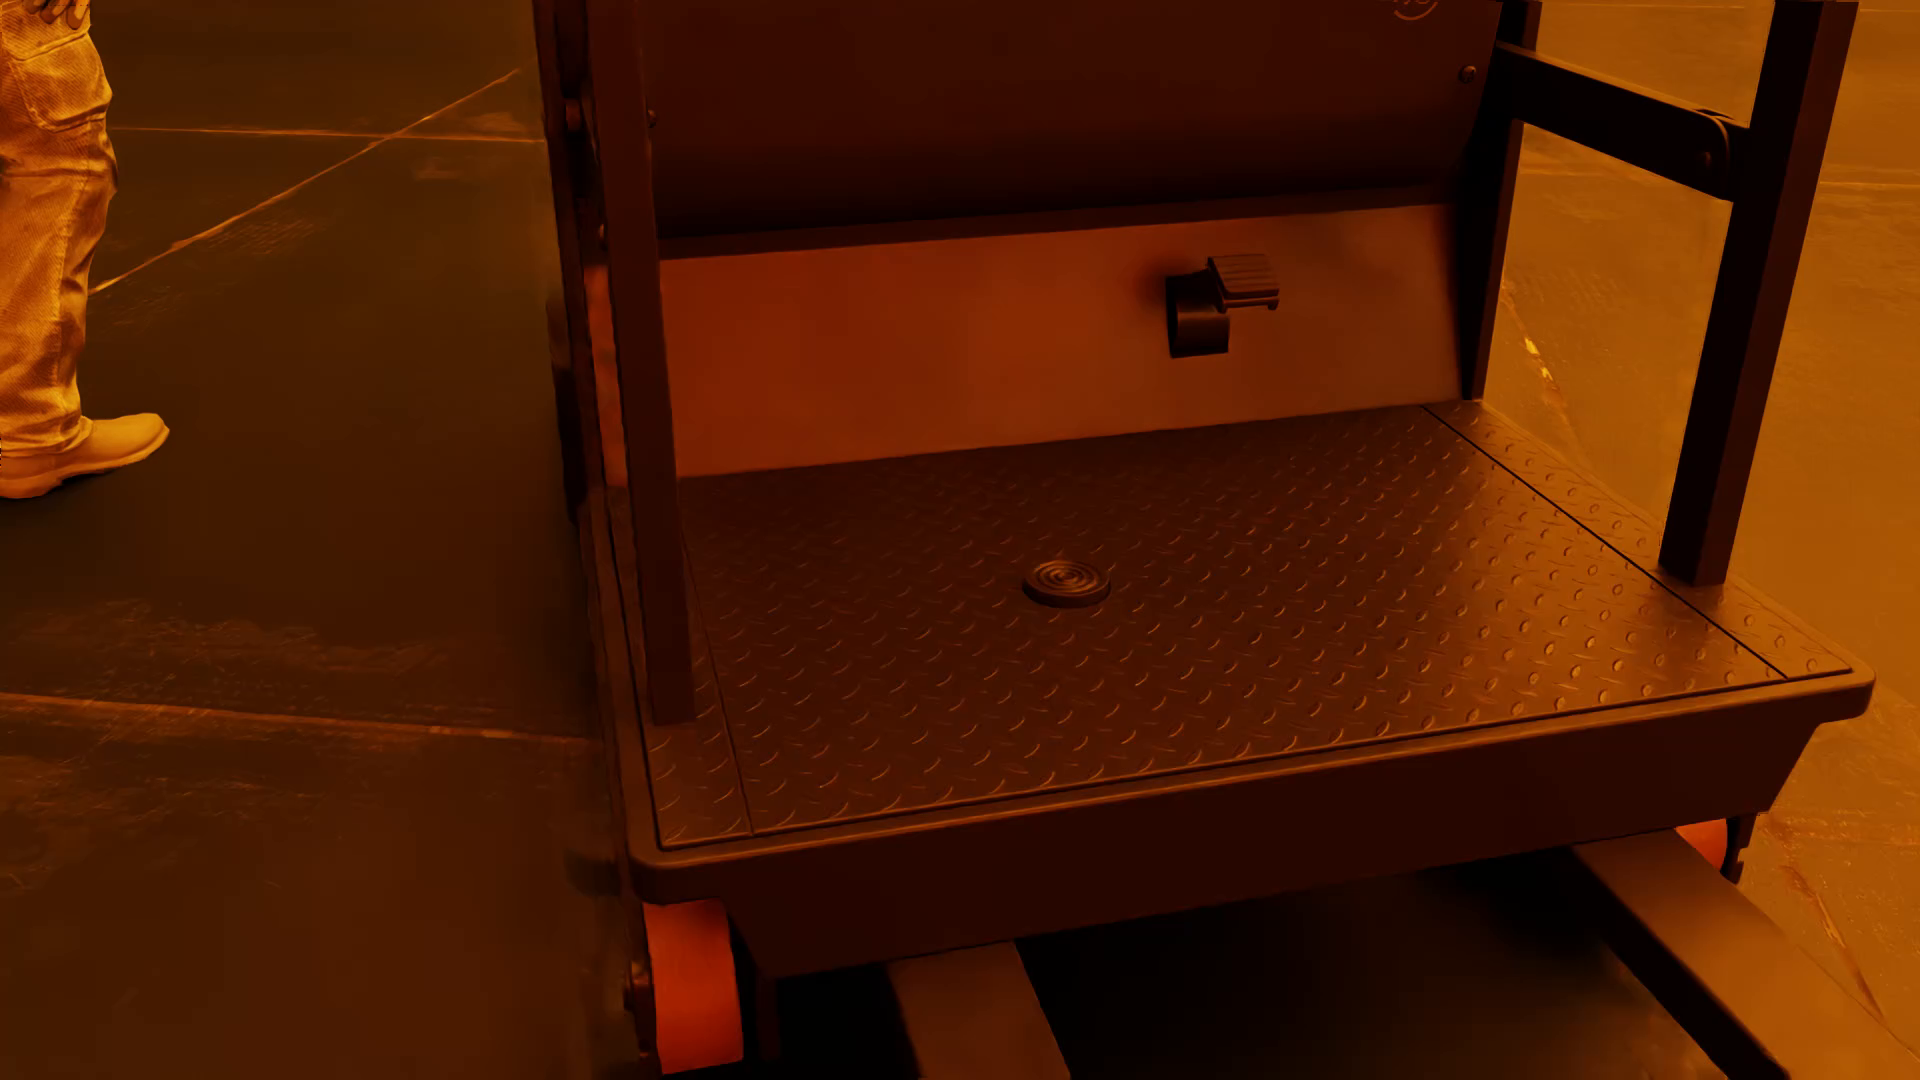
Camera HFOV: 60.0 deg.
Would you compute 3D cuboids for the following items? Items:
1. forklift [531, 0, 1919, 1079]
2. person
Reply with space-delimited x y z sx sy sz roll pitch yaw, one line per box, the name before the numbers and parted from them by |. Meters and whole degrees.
forklift | 0.169 -1.016 1.253 1.130 2.935 3.031 -6 27 -13
person | -1.546 -0.952 2.470 0.881 1.745 0.449 11 28 20
